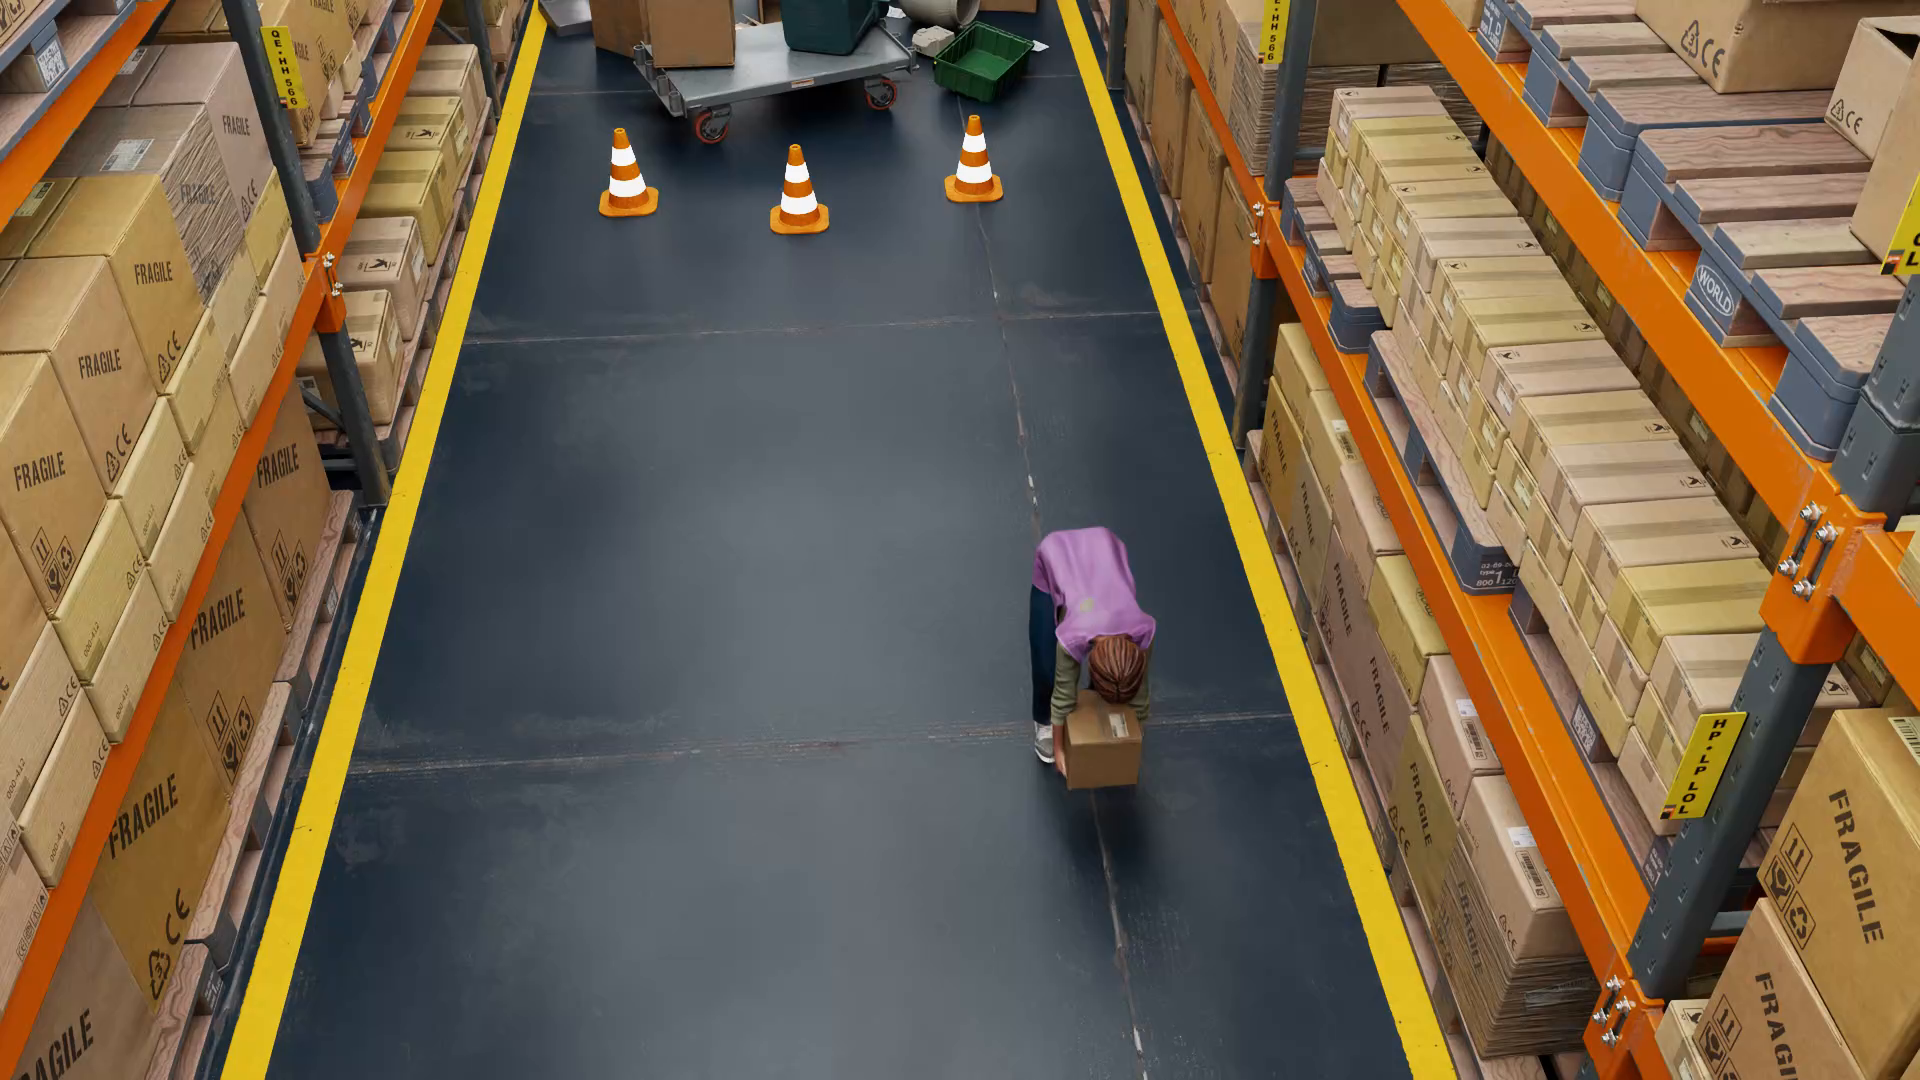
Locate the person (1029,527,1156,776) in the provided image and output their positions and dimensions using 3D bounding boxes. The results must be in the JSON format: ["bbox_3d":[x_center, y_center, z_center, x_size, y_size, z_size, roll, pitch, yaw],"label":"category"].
[{"bbox_3d":[0.469,0.513,6.013,0.391,1.001,0.871,-5,40,-5],"label":"person"}]
